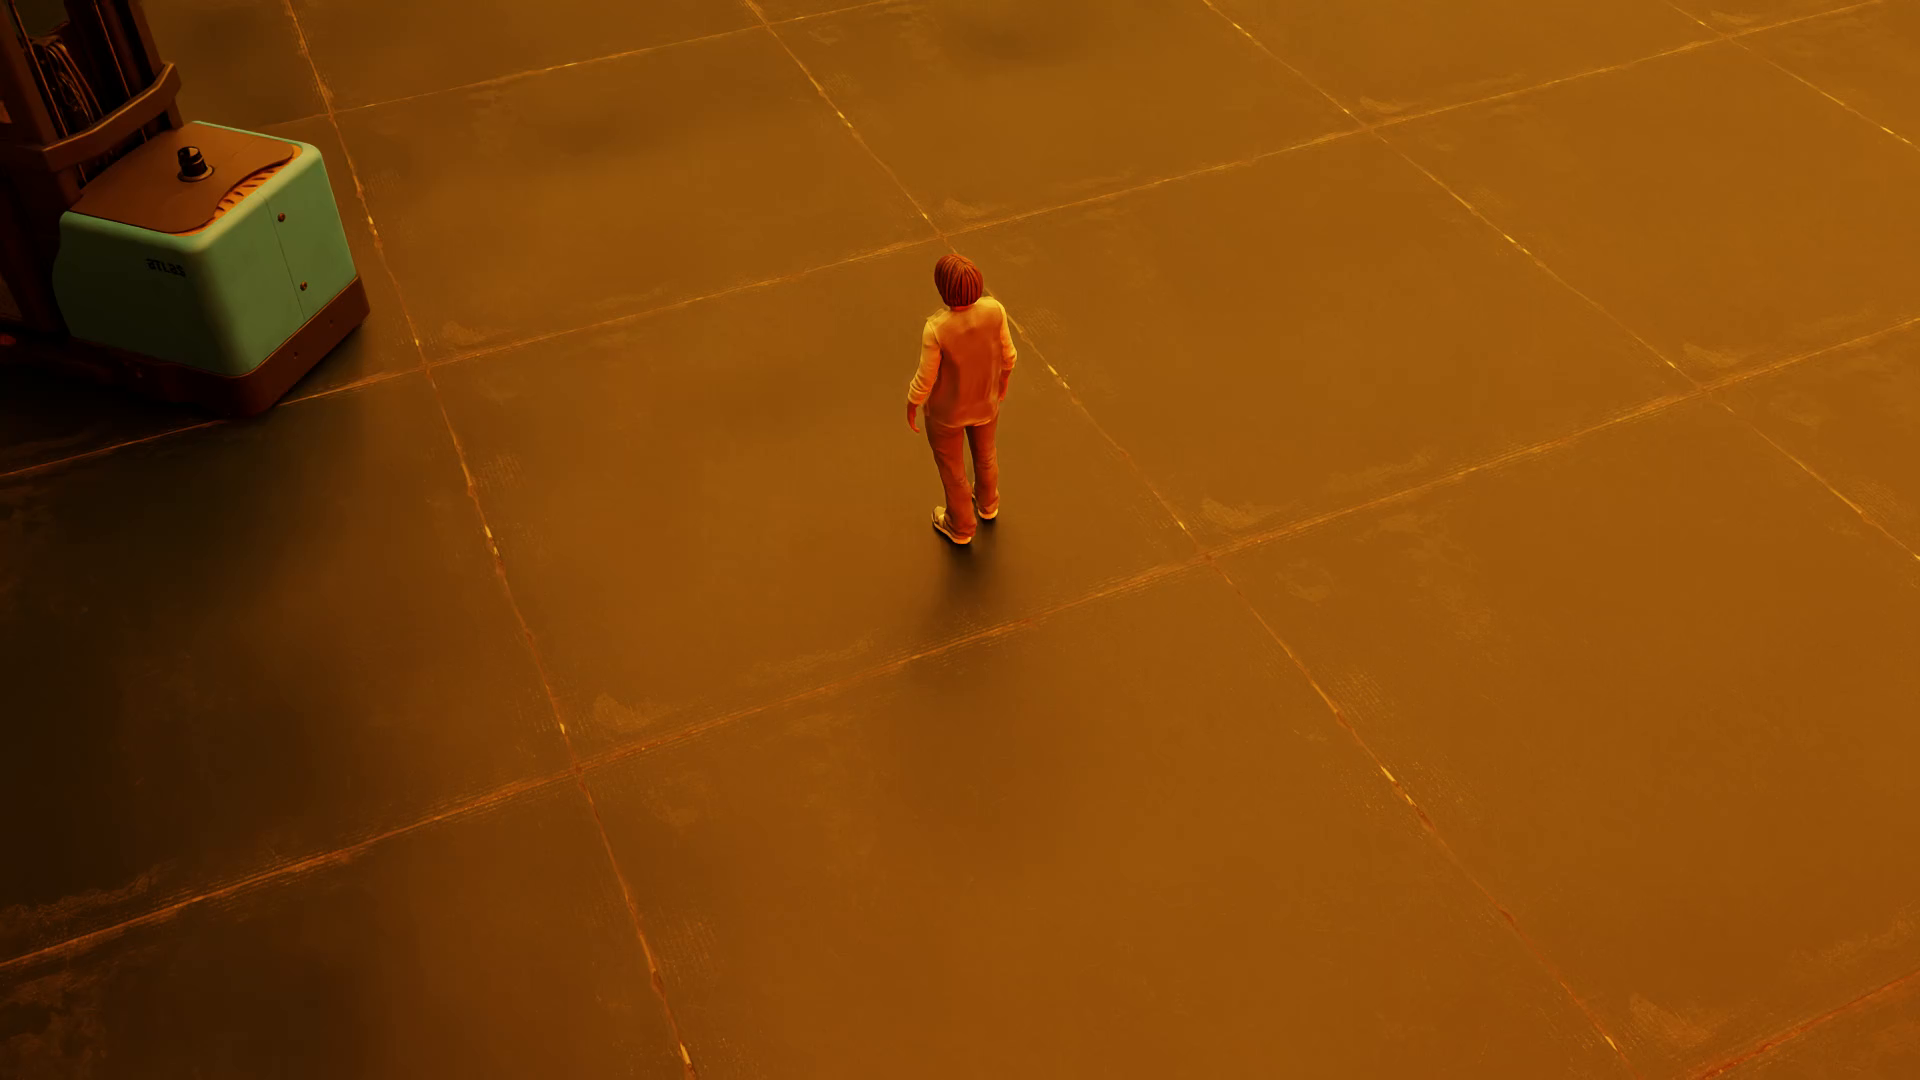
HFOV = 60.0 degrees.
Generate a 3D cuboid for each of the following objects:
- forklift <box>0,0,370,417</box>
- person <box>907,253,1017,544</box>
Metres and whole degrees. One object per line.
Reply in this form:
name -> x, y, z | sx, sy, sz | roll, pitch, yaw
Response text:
forklift -> -4.784, -2.317, 8.163 | 3.031, 2.935, 1.130 | 14, 45, 14
person -> -0.018, -0.639, 7.332 | 0.520, 1.597, 0.475 | -18, 46, -18
